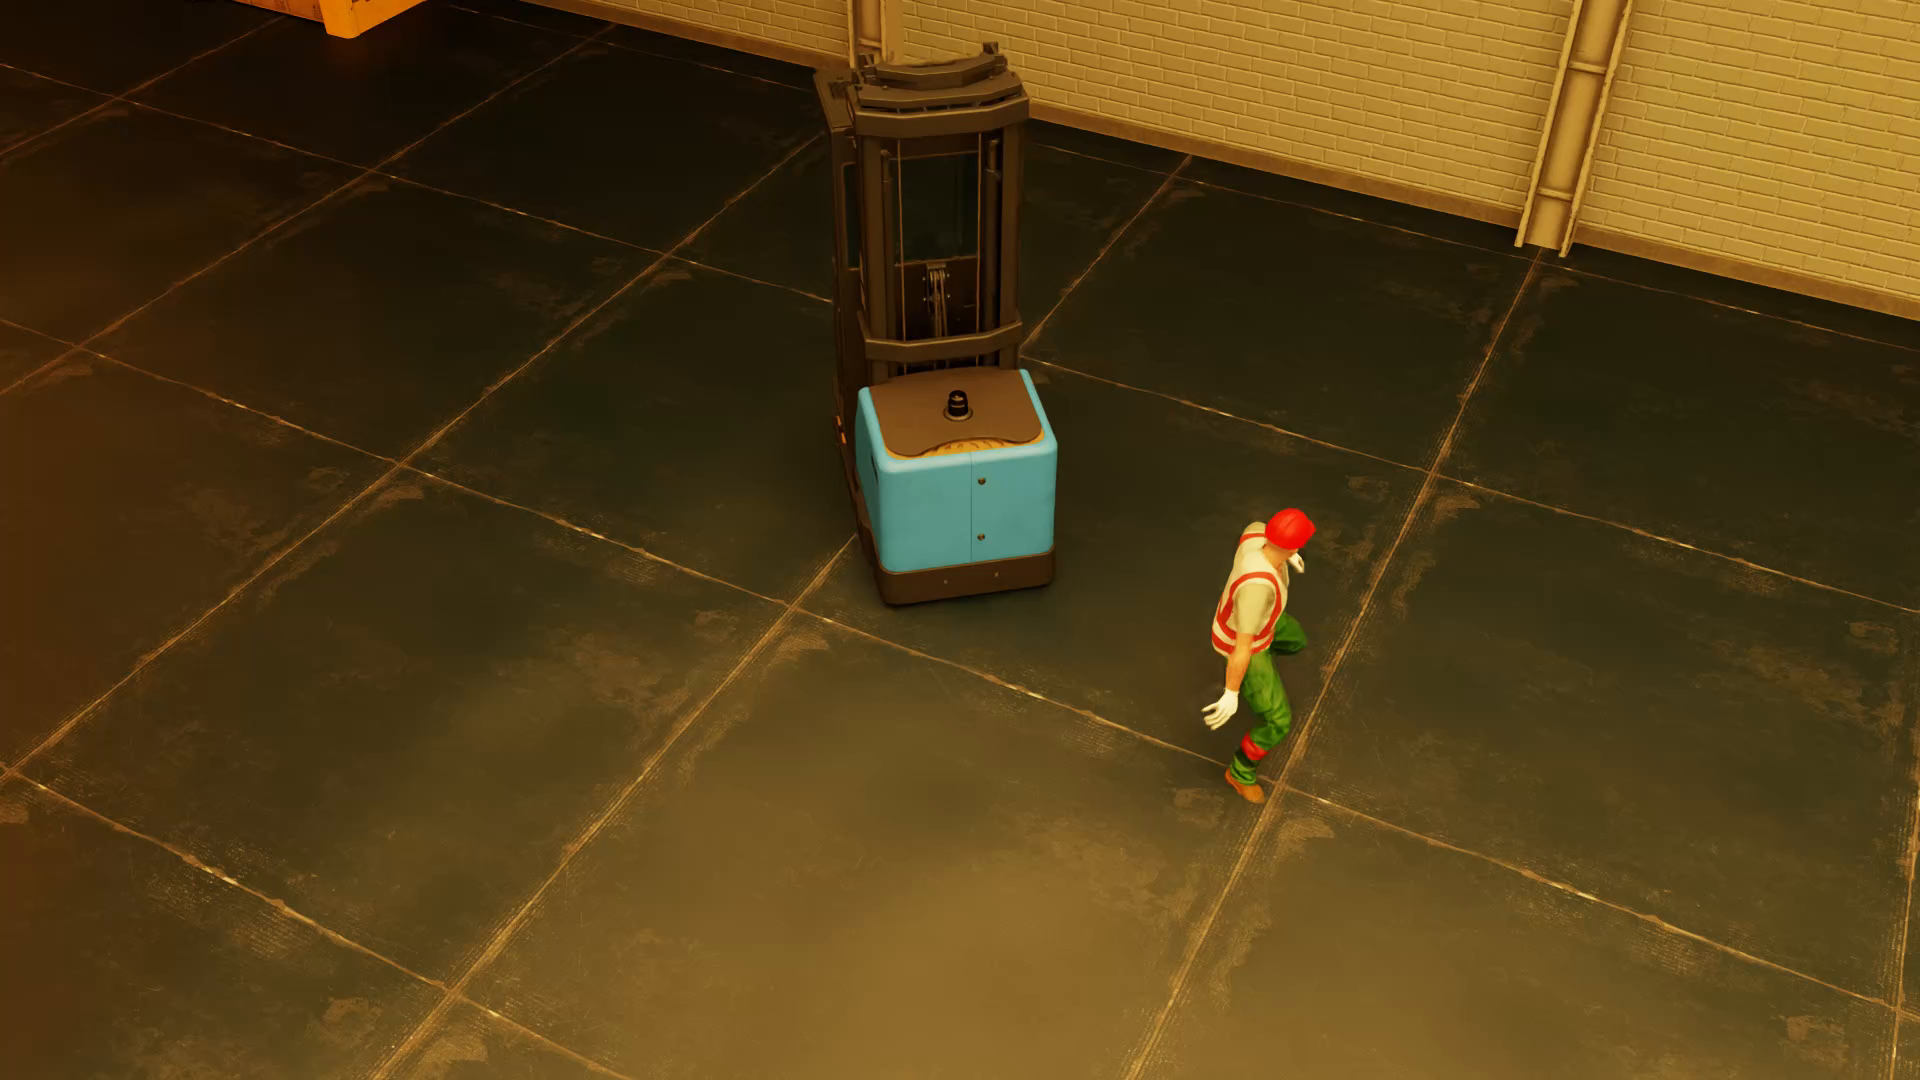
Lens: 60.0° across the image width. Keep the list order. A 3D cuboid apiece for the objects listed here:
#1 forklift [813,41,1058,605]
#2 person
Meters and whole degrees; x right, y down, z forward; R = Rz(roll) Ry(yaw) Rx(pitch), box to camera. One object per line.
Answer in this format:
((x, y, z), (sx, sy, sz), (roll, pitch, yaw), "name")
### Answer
((-0.233, -1.700, 10.005), (1.130, 2.935, 3.031), (-7, 41, -9), "forklift")
((1.502, 0.521, 8.431), (0.510, 1.664, 1.189), (12, 42, 14), "person")
